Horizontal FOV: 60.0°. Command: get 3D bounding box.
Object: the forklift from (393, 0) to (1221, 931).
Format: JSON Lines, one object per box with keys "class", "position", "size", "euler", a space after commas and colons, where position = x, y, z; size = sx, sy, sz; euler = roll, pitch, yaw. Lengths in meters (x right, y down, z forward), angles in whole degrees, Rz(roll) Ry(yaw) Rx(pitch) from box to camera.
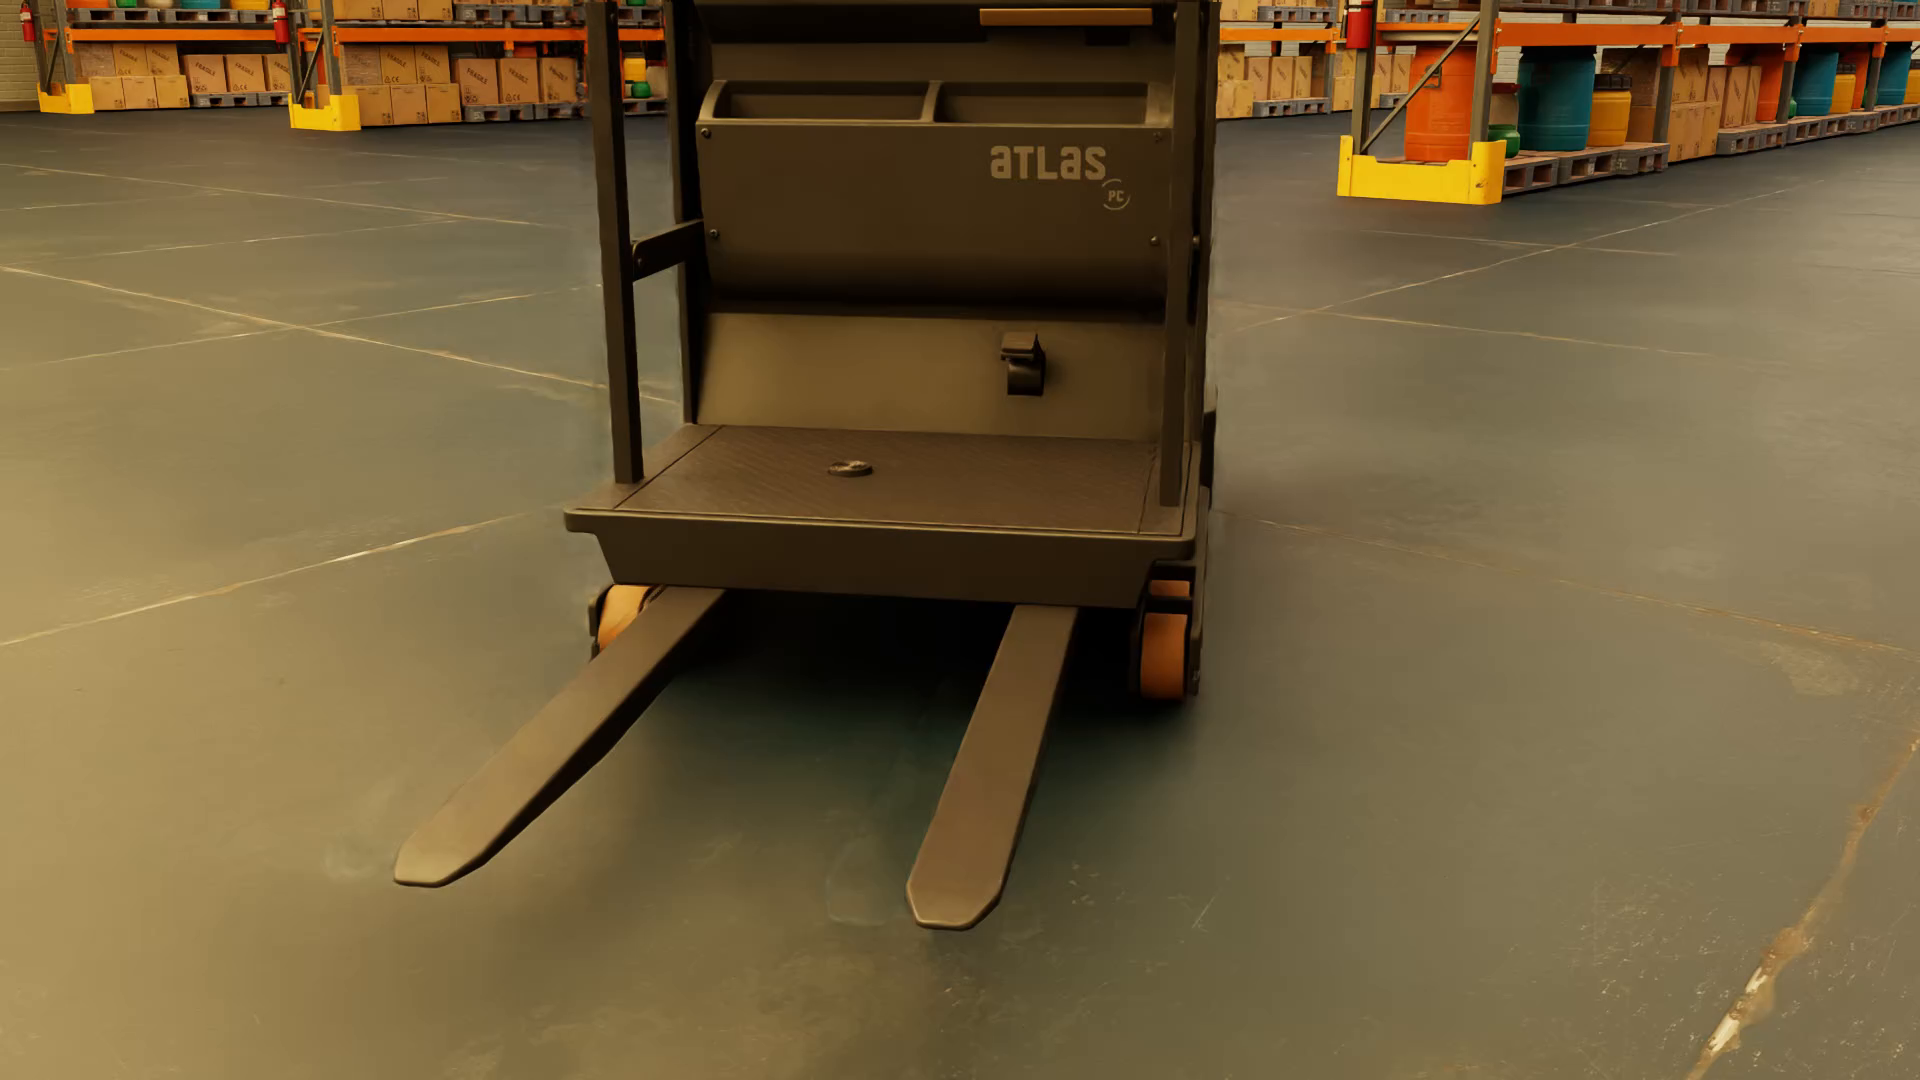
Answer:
{"class": "forklift", "position": [-0.080, -1.220, 2.916], "size": [1.130, 2.935, 3.031], "euler": [3, 17, 9]}
